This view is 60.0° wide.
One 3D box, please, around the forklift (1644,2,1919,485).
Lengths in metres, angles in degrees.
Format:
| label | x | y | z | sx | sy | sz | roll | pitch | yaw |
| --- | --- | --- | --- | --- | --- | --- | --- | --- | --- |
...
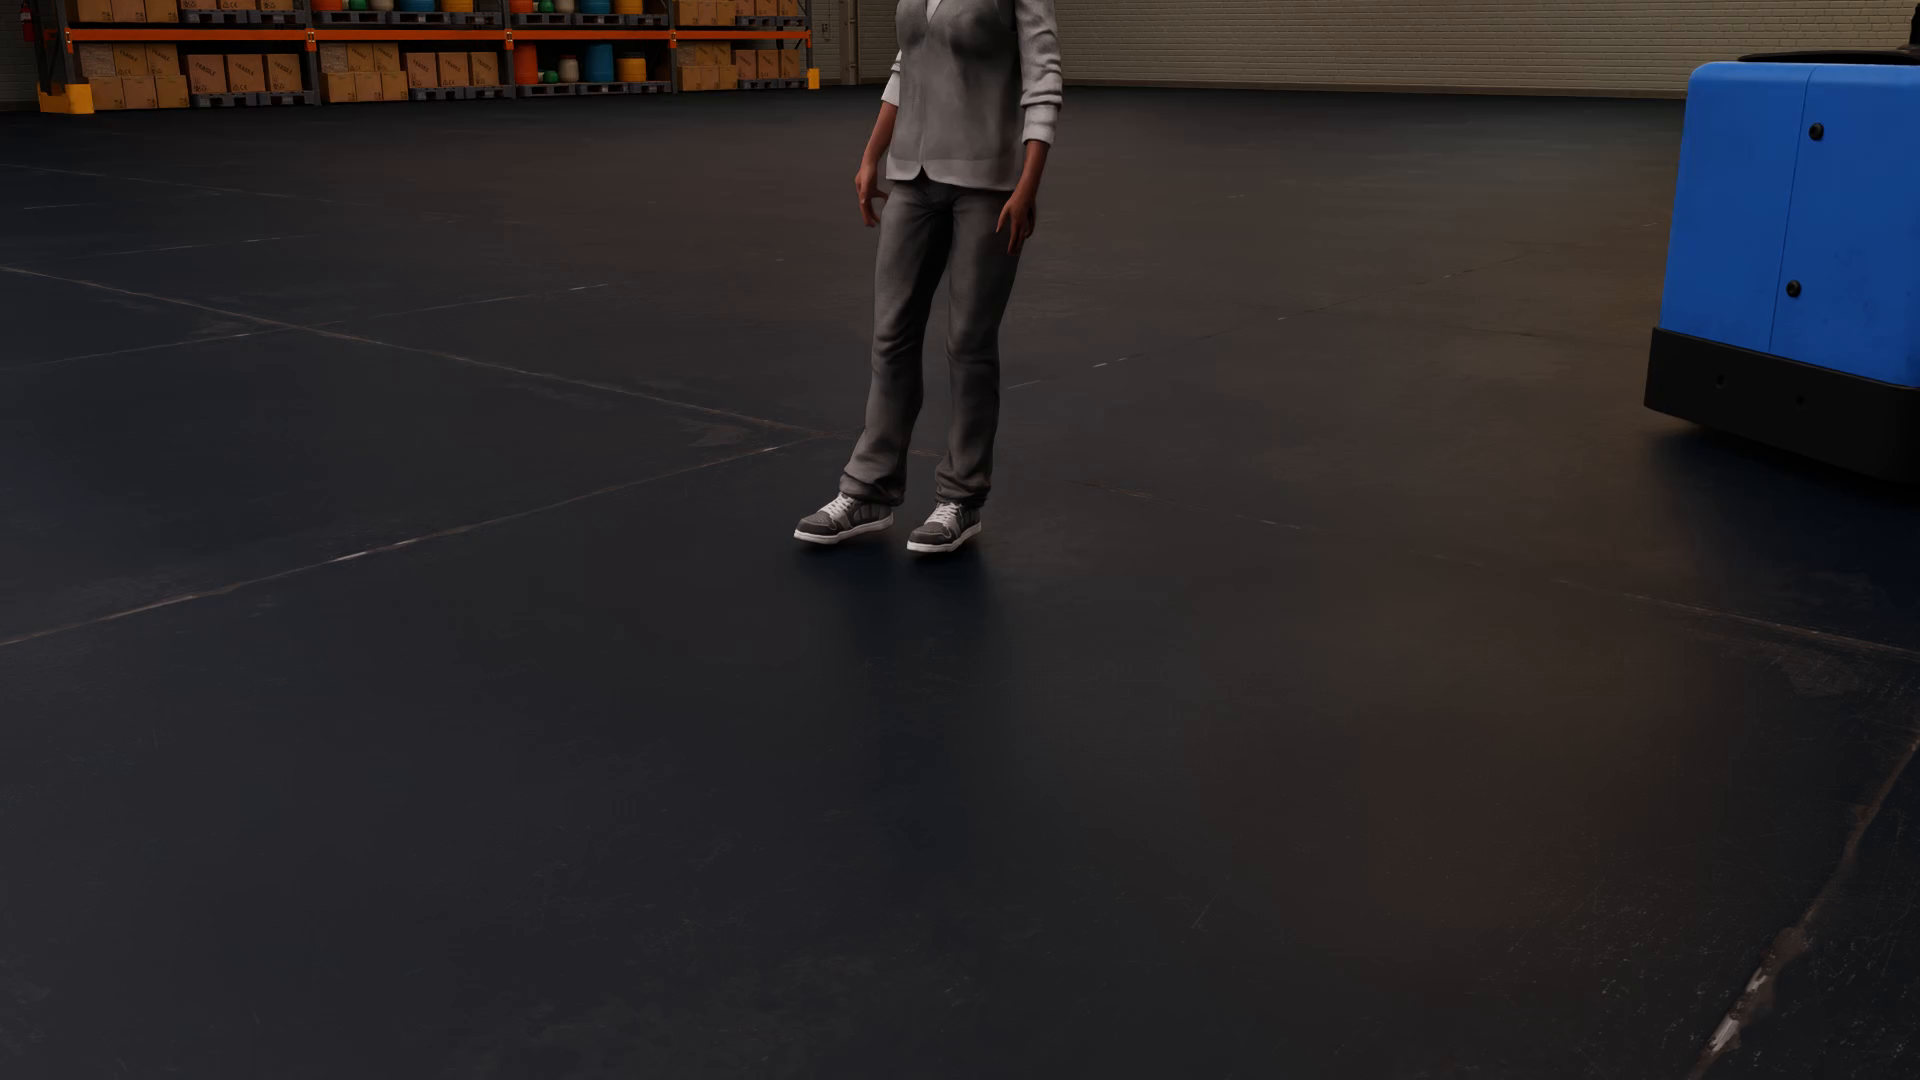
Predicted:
| label | x | y | z | sx | sy | sz | roll | pitch | yaw |
| --- | --- | --- | --- | --- | --- | --- | --- | --- | --- |
| forklift | 3.643 | -1.735 | 4.612 | 3.031 | 2.935 | 1.130 | -5 | 18 | -16 |

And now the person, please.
| label | x | y | z | sx | sy | sz | roll | pitch | yaw |
| --- | --- | --- | --- | --- | --- | --- | --- | --- | --- |
| person | -0.059 | -0.757 | 3.661 | 0.520 | 1.599 | 0.473 | 13 | 21 | 37 |
